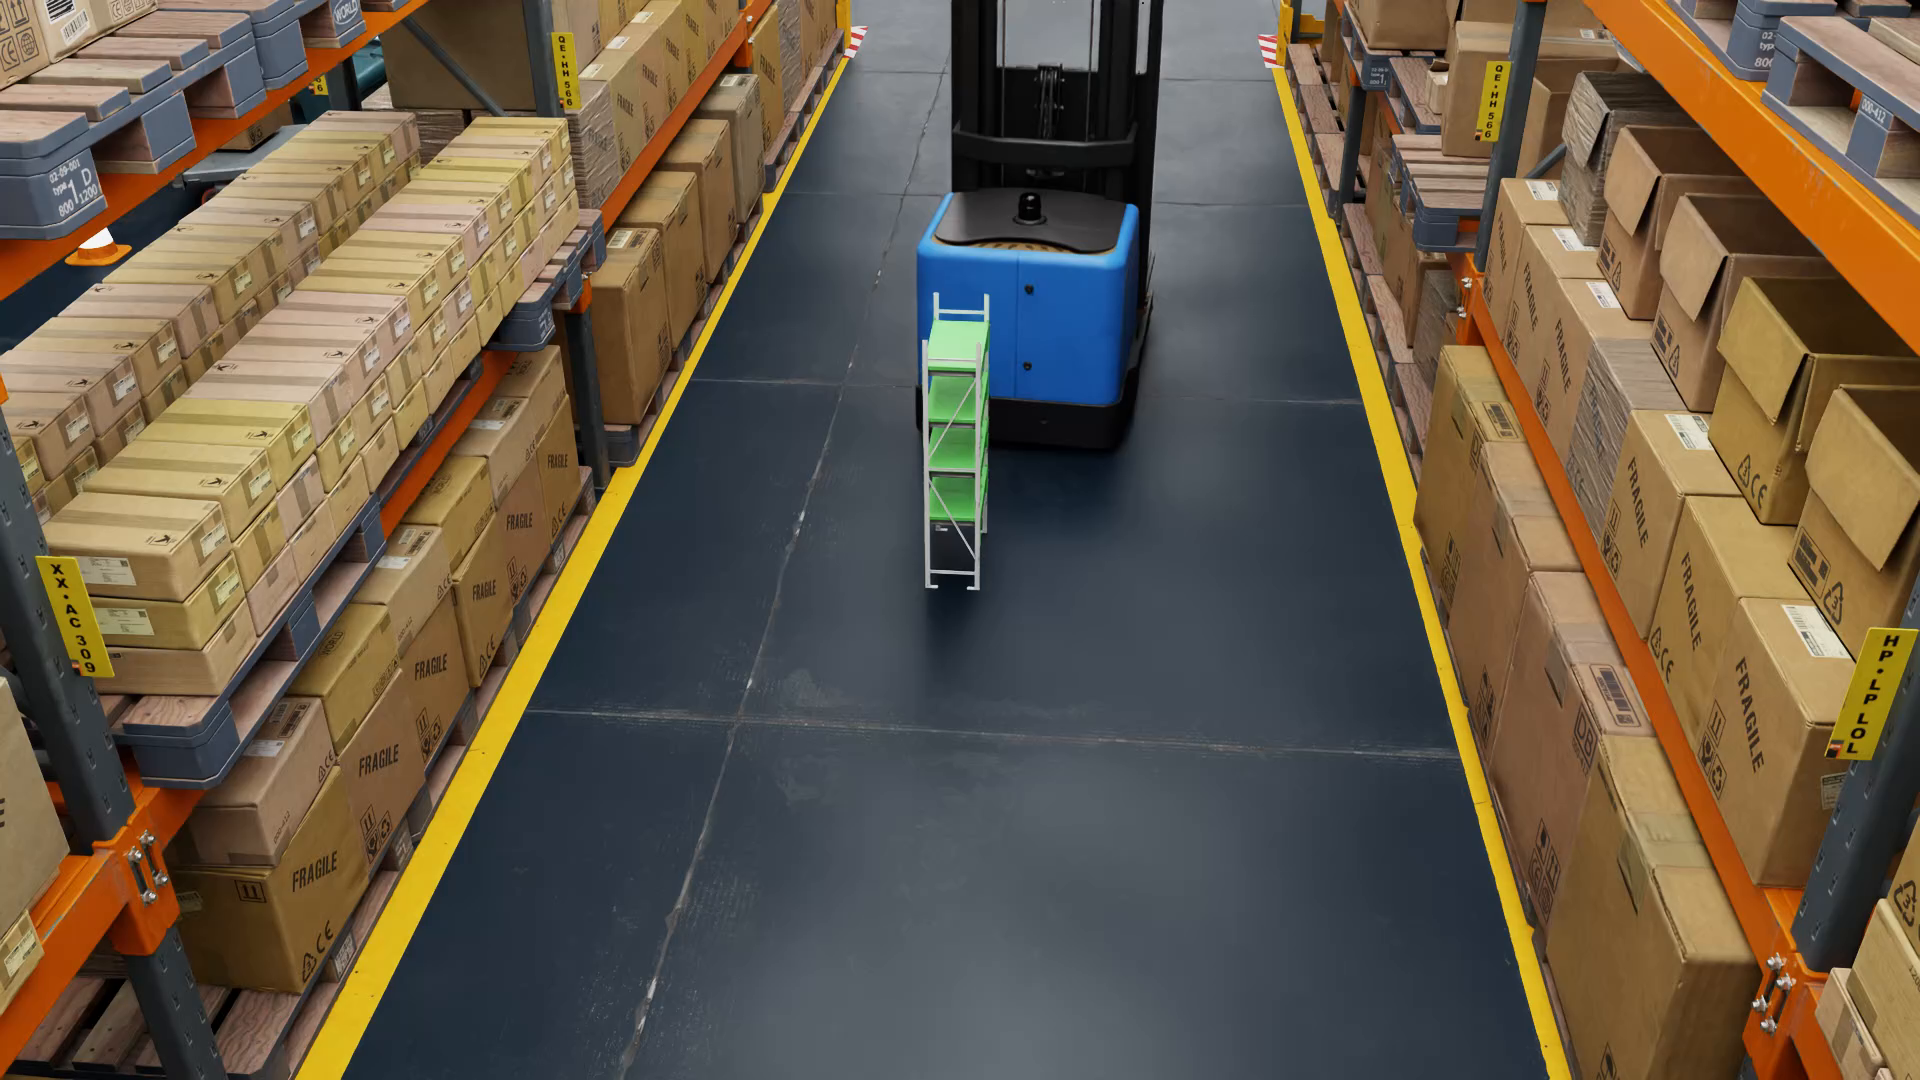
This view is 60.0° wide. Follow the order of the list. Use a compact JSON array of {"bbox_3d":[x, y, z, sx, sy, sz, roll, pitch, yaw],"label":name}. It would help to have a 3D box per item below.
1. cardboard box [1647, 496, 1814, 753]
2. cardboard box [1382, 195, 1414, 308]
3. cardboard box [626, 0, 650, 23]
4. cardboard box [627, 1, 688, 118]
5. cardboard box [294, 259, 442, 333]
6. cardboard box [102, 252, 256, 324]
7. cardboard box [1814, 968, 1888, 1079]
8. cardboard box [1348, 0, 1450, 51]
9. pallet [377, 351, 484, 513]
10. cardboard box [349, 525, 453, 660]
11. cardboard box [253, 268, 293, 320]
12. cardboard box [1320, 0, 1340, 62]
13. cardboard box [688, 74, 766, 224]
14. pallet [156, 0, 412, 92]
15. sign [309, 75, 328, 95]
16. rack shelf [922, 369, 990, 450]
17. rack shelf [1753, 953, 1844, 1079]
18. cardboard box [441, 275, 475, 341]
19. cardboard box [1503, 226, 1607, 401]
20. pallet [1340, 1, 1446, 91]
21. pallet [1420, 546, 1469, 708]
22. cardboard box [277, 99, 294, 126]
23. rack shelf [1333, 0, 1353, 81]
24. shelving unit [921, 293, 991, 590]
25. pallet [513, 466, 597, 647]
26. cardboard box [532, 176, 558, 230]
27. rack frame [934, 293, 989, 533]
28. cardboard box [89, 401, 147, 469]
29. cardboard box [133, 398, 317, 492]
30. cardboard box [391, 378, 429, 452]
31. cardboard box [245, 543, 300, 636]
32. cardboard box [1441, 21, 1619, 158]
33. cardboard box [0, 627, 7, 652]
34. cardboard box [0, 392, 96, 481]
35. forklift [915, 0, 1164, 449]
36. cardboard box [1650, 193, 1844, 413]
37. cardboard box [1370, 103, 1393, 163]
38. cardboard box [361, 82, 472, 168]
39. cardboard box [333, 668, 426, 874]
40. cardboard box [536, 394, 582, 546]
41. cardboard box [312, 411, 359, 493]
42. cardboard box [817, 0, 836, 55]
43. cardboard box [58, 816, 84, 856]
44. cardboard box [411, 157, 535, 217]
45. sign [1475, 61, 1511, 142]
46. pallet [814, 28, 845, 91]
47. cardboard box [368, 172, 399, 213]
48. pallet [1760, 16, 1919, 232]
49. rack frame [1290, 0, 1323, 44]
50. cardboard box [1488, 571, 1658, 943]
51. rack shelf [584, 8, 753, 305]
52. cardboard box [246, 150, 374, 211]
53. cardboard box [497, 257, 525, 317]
[{"bbox_3d":[2.194,0.234,4.416,0.500,0.500,0.500,3,32,6],"label":"cardboard box"},{"bbox_3d":[2.858,-1.654,9.538,0.700,0.500,0.500,0,32,0],"label":"cardboard box"},{"bbox_3d":[-2.061,-3.068,8.821,0.700,0.500,0.500,2,32,3],"label":"cardboard box"},{"bbox_3d":[-1.800,-2.621,9.049,0.500,0.500,0.500,2,32,3],"label":"cardboard box"},{"bbox_3d":[-1.941,-0.802,5.465,0.380,0.149,0.250,3,32,5],"label":"cardboard box"},{"bbox_3d":[-2.589,-0.839,5.525,0.380,0.149,0.250,2,32,3],"label":"cardboard box"},{"bbox_3d":[2.025,1.038,3.445,0.380,0.149,0.250,3,32,4],"label":"cardboard box"},{"bbox_3d":[2.828,-3.417,9.463,1.000,1.000,1.000,3,32,4],"label":"cardboard box"},{"bbox_3d":[-2.349,-0.447,5.799,1.003,0.211,1.213,2,32,4],"label":"pallet"},{"bbox_3d":[-2.144,0.172,5.879,0.500,0.250,0.500,4,32,6],"label":"cardboard box"},{"bbox_3d":[-2.572,-0.846,5.819,0.380,0.149,0.250,2,32,4],"label":"cardboard box"},{"bbox_3d":[3.290,-4.273,13.806,0.500,0.500,0.500,8,33,13],"label":"cardboard box"},{"bbox_3d":[-1.864,-2.549,10.772,1.050,0.750,0.750,2,32,4],"label":"cardboard box"},{"bbox_3d":[-2.316,-1.531,4.696,1.213,0.211,1.003,2,32,4],"label":"pallet"},{"bbox_3d":[-2.782,-2.080,7.163,0.100,0.325,0.005,2,32,4],"label":"sign"},{"bbox_3d":[-0.013,-0.574,7.202,0.258,0.148,0.480,2,32,4],"label":"rack shelf"},{"bbox_3d":[2.218,2.143,2.099,1.077,0.370,4.000,2,32,4],"label":"rack shelf"},{"bbox_3d":[-1.918,-0.811,5.763,0.380,0.149,0.250,3,32,5],"label":"cardboard box"},{"bbox_3d":[2.356,-0.831,6.144,0.500,0.500,0.500,2,32,3],"label":"cardboard box"},{"bbox_3d":[2.825,-2.917,9.807,1.003,0.211,1.213,2,32,4],"label":"pallet"},{"bbox_3d":[2.567,0.296,7.069,1.003,0.211,1.213,2,32,4],"label":"pallet"},{"bbox_3d":[-5.401,-3.255,12.552,0.500,0.500,0.500,27,41,37],"label":"cardboard box"},{"bbox_3d":[3.195,-4.132,12.281,1.077,0.370,4.000,2,32,4],"label":"rack shelf"},{"bbox_3d":[-0.013,-0.424,7.295,0.258,1.200,0.503,2,32,4],"label":"shelving unit"},{"bbox_3d":[-2.294,0.030,7.499,1.003,0.211,1.213,2,32,4],"label":"pallet"},{"bbox_3d":[-1.835,-1.346,6.631,0.380,0.149,0.250,4,32,6],"label":"cardboard box"},{"bbox_3d":[0.006,-0.552,7.502,0.240,1.200,0.015,2,32,4],"label":"rack frame"},{"bbox_3d":[-2.658,-0.299,4.932,0.380,0.149,0.250,1,32,2],"label":"cardboard box"},{"bbox_3d":[-2.024,-0.265,4.593,0.380,0.149,0.250,3,32,4],"label":"cardboard box"},{"bbox_3d":[-1.963,-0.415,5.403,0.380,0.149,0.250,2,32,3],"label":"cardboard box"},{"bbox_3d":[-2.047,0.123,4.531,0.380,0.149,0.250,3,32,5],"label":"cardboard box"},{"bbox_3d":[2.657,-2.102,7.806,0.700,0.500,0.500,7,32,11],"label":"cardboard box"},{"bbox_3d":[-2.719,0.238,4.343,0.380,0.149,0.250,2,32,3],"label":"cardboard box"},{"bbox_3d":[-2.672,-0.293,4.638,0.380,0.149,0.250,1,32,2],"label":"cardboard box"},{"bbox_3d":[0.540,-2.466,8.957,1.130,2.935,3.031,5,32,9],"label":"forklift"},{"bbox_3d":[2.527,-0.697,4.970,0.797,0.503,0.637,3,32,6],"label":"cardboard box"},{"bbox_3d":[3.105,-2.714,11.278,0.500,0.500,0.500,2,32,2],"label":"cardboard box"},{"bbox_3d":[-2.460,-1.855,7.805,0.500,0.500,0.500,2,32,4],"label":"cardboard box"},{"bbox_3d":[-2.188,0.760,5.640,0.500,0.500,0.500,4,32,6],"label":"cardboard box"},{"bbox_3d":[-2.022,-0.325,7.400,0.500,0.500,0.500,2,32,4],"label":"cardboard box"},{"bbox_3d":[-2.003,-0.265,4.877,0.380,0.149,0.250,1,32,2],"label":"cardboard box"},{"bbox_3d":[-1.567,-4.665,14.086,0.875,0.875,0.875,3,32,4],"label":"cardboard box"},{"bbox_3d":[-2.746,0.692,5.035,0.500,0.250,0.500,2,32,3],"label":"cardboard box"},{"bbox_3d":[-1.856,-1.346,6.348,0.380,0.149,0.250,3,32,5],"label":"cardboard box"},{"bbox_3d":[2.165,-1.778,6.748,0.100,0.325,0.005,2,32,4],"label":"sign"},{"bbox_3d":[-1.564,-4.140,14.267,1.003,0.211,1.213,2,32,4],"label":"pallet"},{"bbox_3d":[-2.488,-1.378,6.682,0.380,0.149,0.250,4,32,6],"label":"cardboard box"},{"bbox_3d":[2.406,-0.886,3.652,0.805,0.209,1.217,1,32,2],"label":"pallet"},{"bbox_3d":[3.358,-5.484,13.789,1.000,3.000,0.127,2,32,4],"label":"rack frame"},{"bbox_3d":[2.485,0.714,5.357,1.225,0.875,0.875,1,32,2],"label":"cardboard box"},{"bbox_3d":[-2.066,-2.305,9.317,1.077,0.370,4.000,2,32,4],"label":"rack shelf"},{"bbox_3d":[-2.503,-1.388,6.416,0.380,0.149,0.250,2,32,4],"label":"cardboard box"},{"bbox_3d":[-1.877,-0.965,6.296,0.380,0.149,0.250,2,32,3],"label":"cardboard box"}]
